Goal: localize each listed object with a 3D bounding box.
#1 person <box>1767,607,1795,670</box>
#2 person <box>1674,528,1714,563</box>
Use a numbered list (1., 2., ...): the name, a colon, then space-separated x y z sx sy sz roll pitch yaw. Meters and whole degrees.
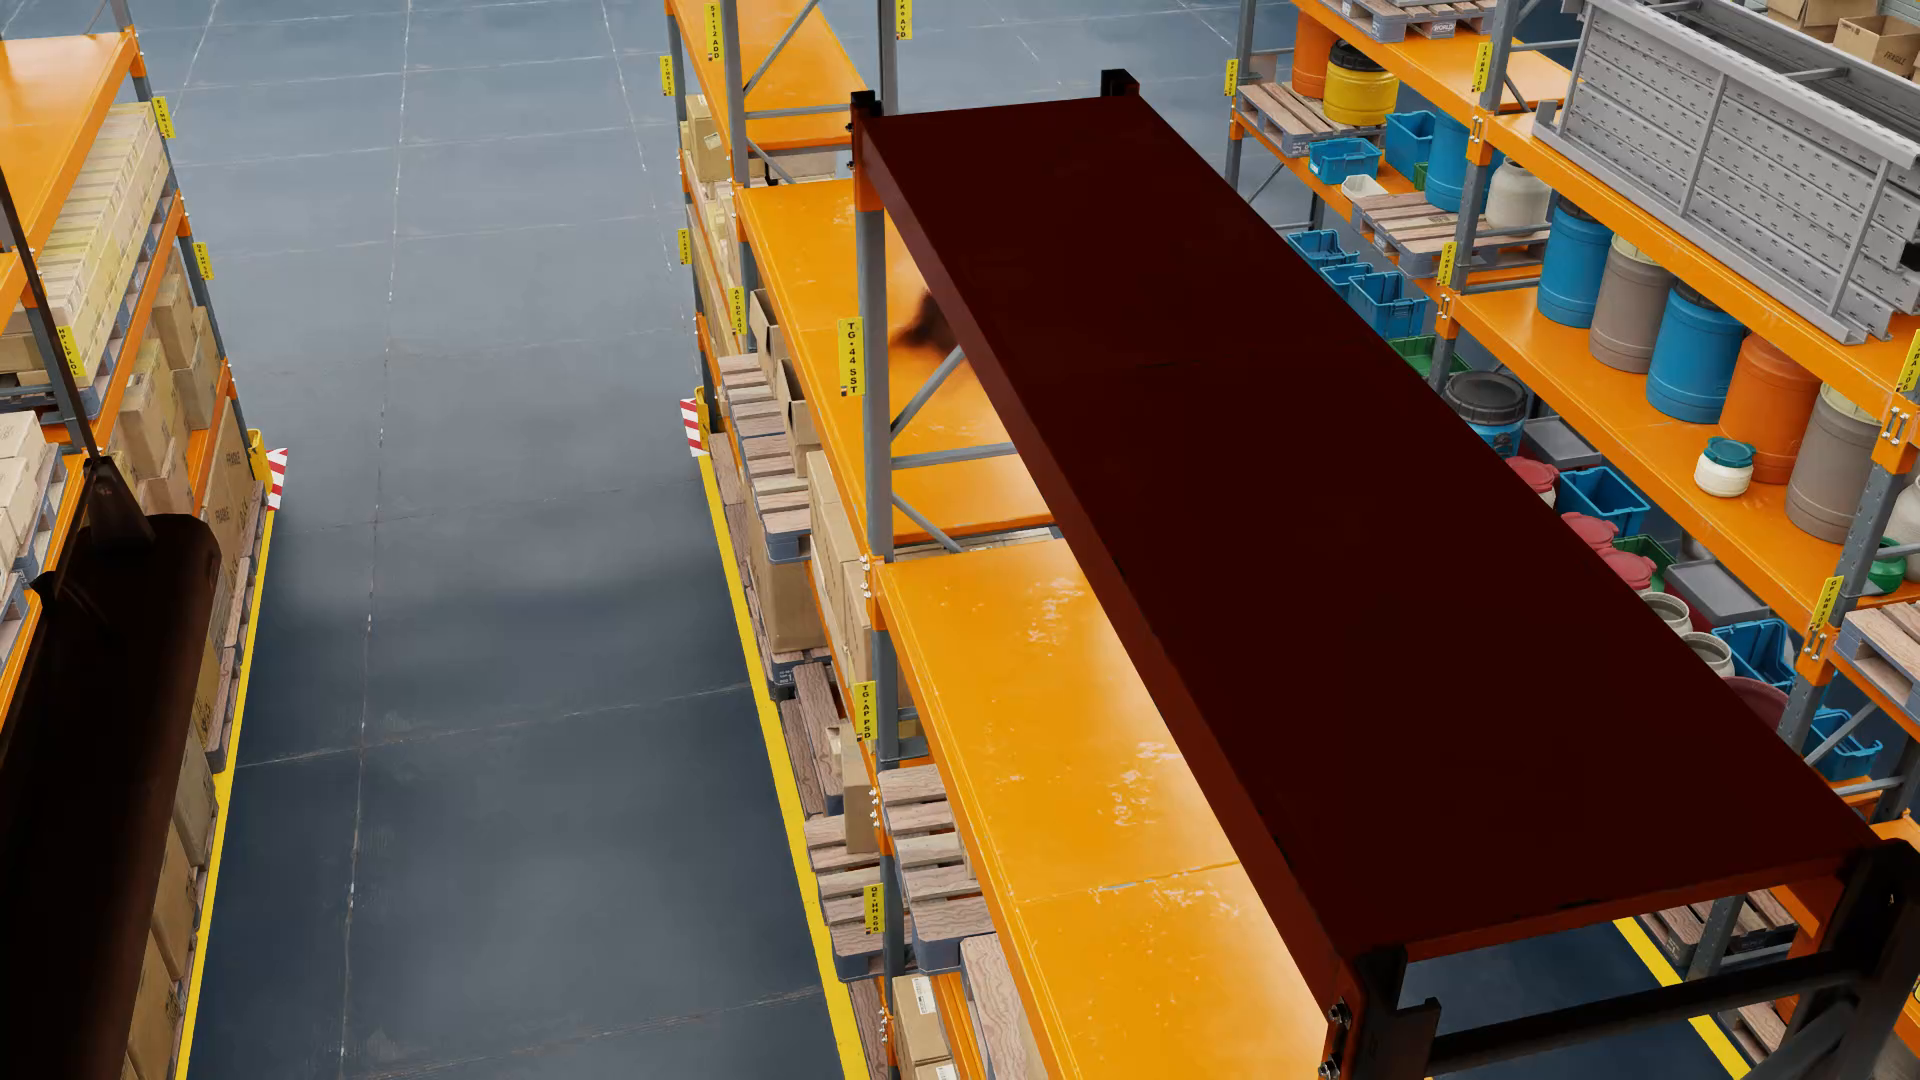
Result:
1. person: 5.902 0.341 12.060 0.706 1.797 0.864 -5 35 -7
2. person: 5.952 -0.302 13.050 0.588 1.669 0.815 -12 36 -17
